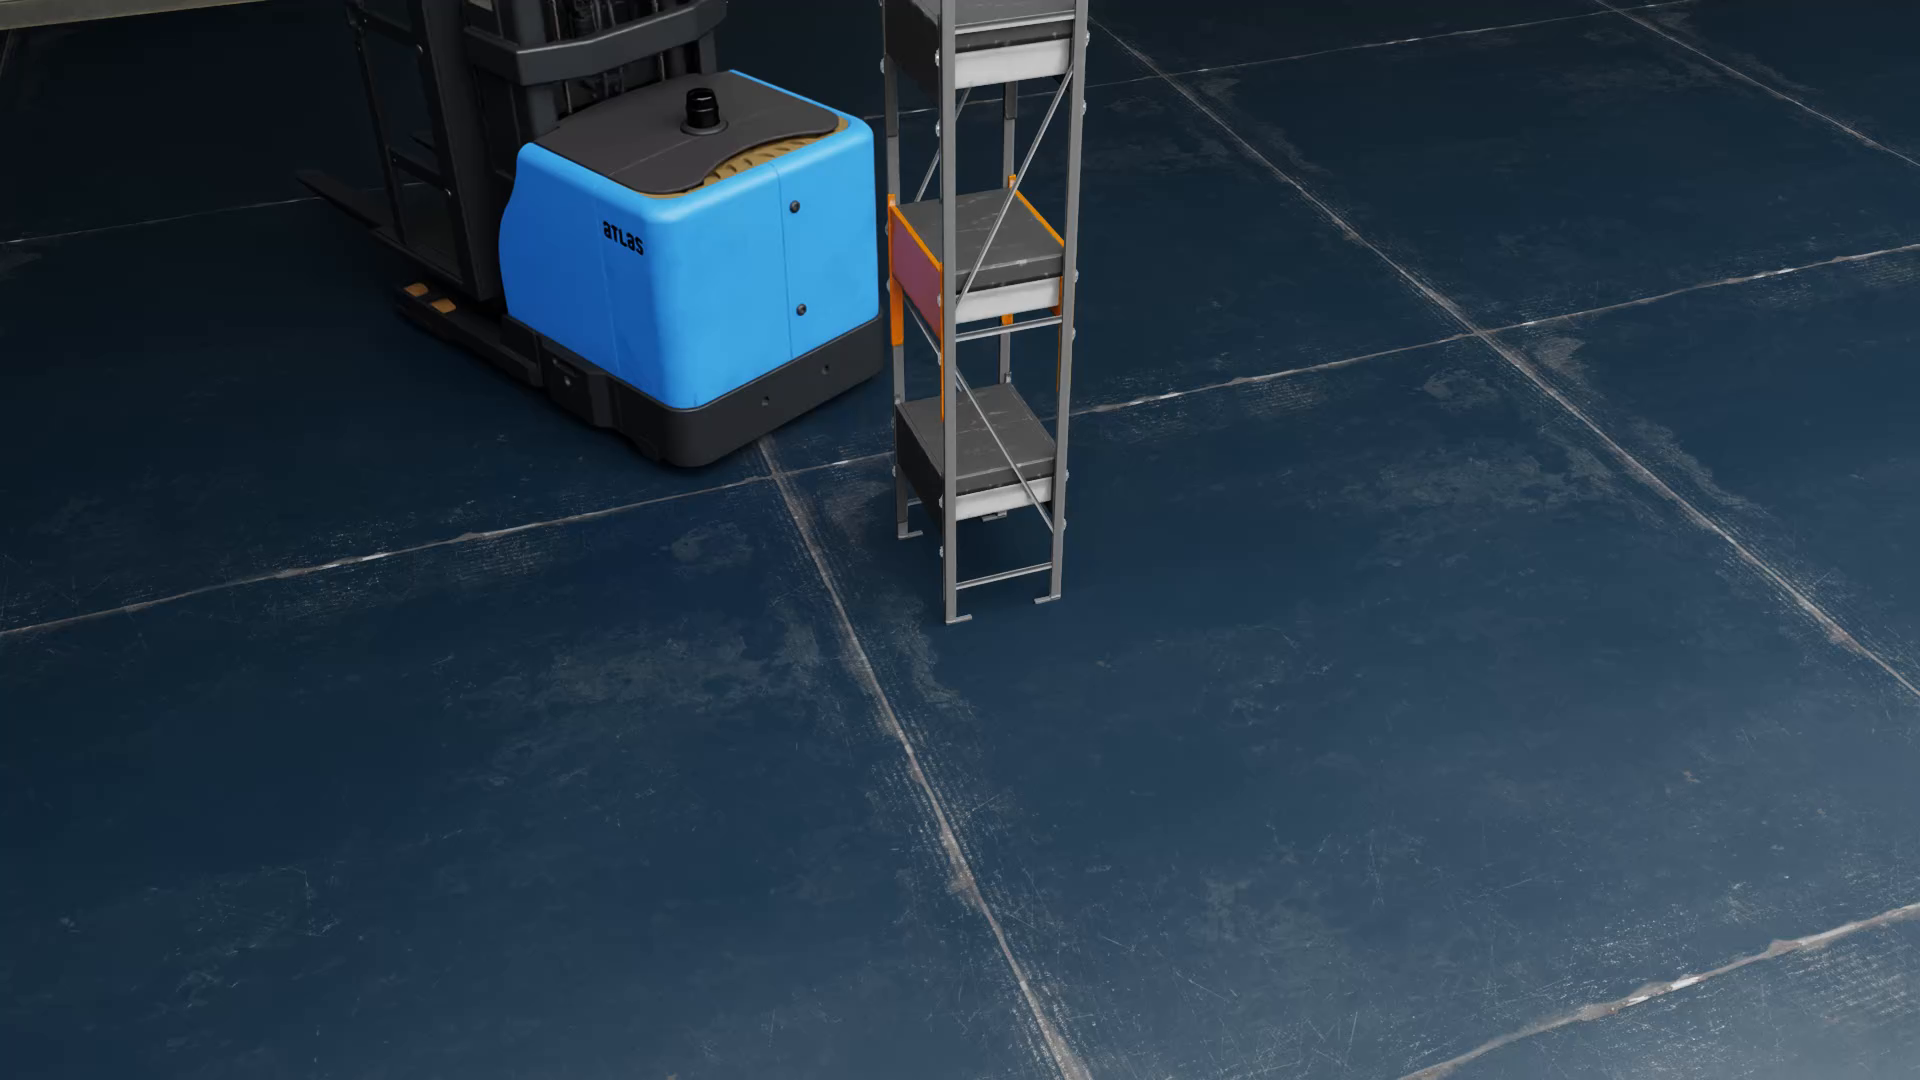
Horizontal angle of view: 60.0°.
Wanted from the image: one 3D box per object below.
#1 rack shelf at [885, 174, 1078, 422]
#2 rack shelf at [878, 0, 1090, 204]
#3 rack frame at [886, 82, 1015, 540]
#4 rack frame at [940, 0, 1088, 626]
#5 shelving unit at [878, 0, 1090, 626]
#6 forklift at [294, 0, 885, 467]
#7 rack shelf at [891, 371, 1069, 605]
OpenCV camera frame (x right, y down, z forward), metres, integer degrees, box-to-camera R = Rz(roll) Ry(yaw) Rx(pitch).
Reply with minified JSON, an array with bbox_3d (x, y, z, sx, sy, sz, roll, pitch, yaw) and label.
[{"bbox_3d":[0.057,-0.734,5.002,0.431,0.518,0.480,-12,39,-16],"label":"rack shelf"},{"bbox_3d":[0.057,-1.293,4.581,0.431,0.518,0.480,-12,39,-16],"label":"rack shelf"},{"bbox_3d":[-0.027,-0.883,5.177,0.400,2.100,0.015,-12,39,-16],"label":"rack frame"},{"bbox_3d":[0.141,-0.607,4.811,0.400,2.100,0.015,-12,39,-16],"label":"rack frame"},{"bbox_3d":[0.057,-0.745,4.994,0.431,2.100,0.503,-12,39,-16],"label":"shelving unit"},{"bbox_3d":[-1.716,-2.199,6.234,3.031,2.935,1.130,29,46,33],"label":"forklift"},{"bbox_3d":[0.057,-0.175,5.423,0.431,0.518,0.480,-12,39,-16],"label":"rack shelf"}]
